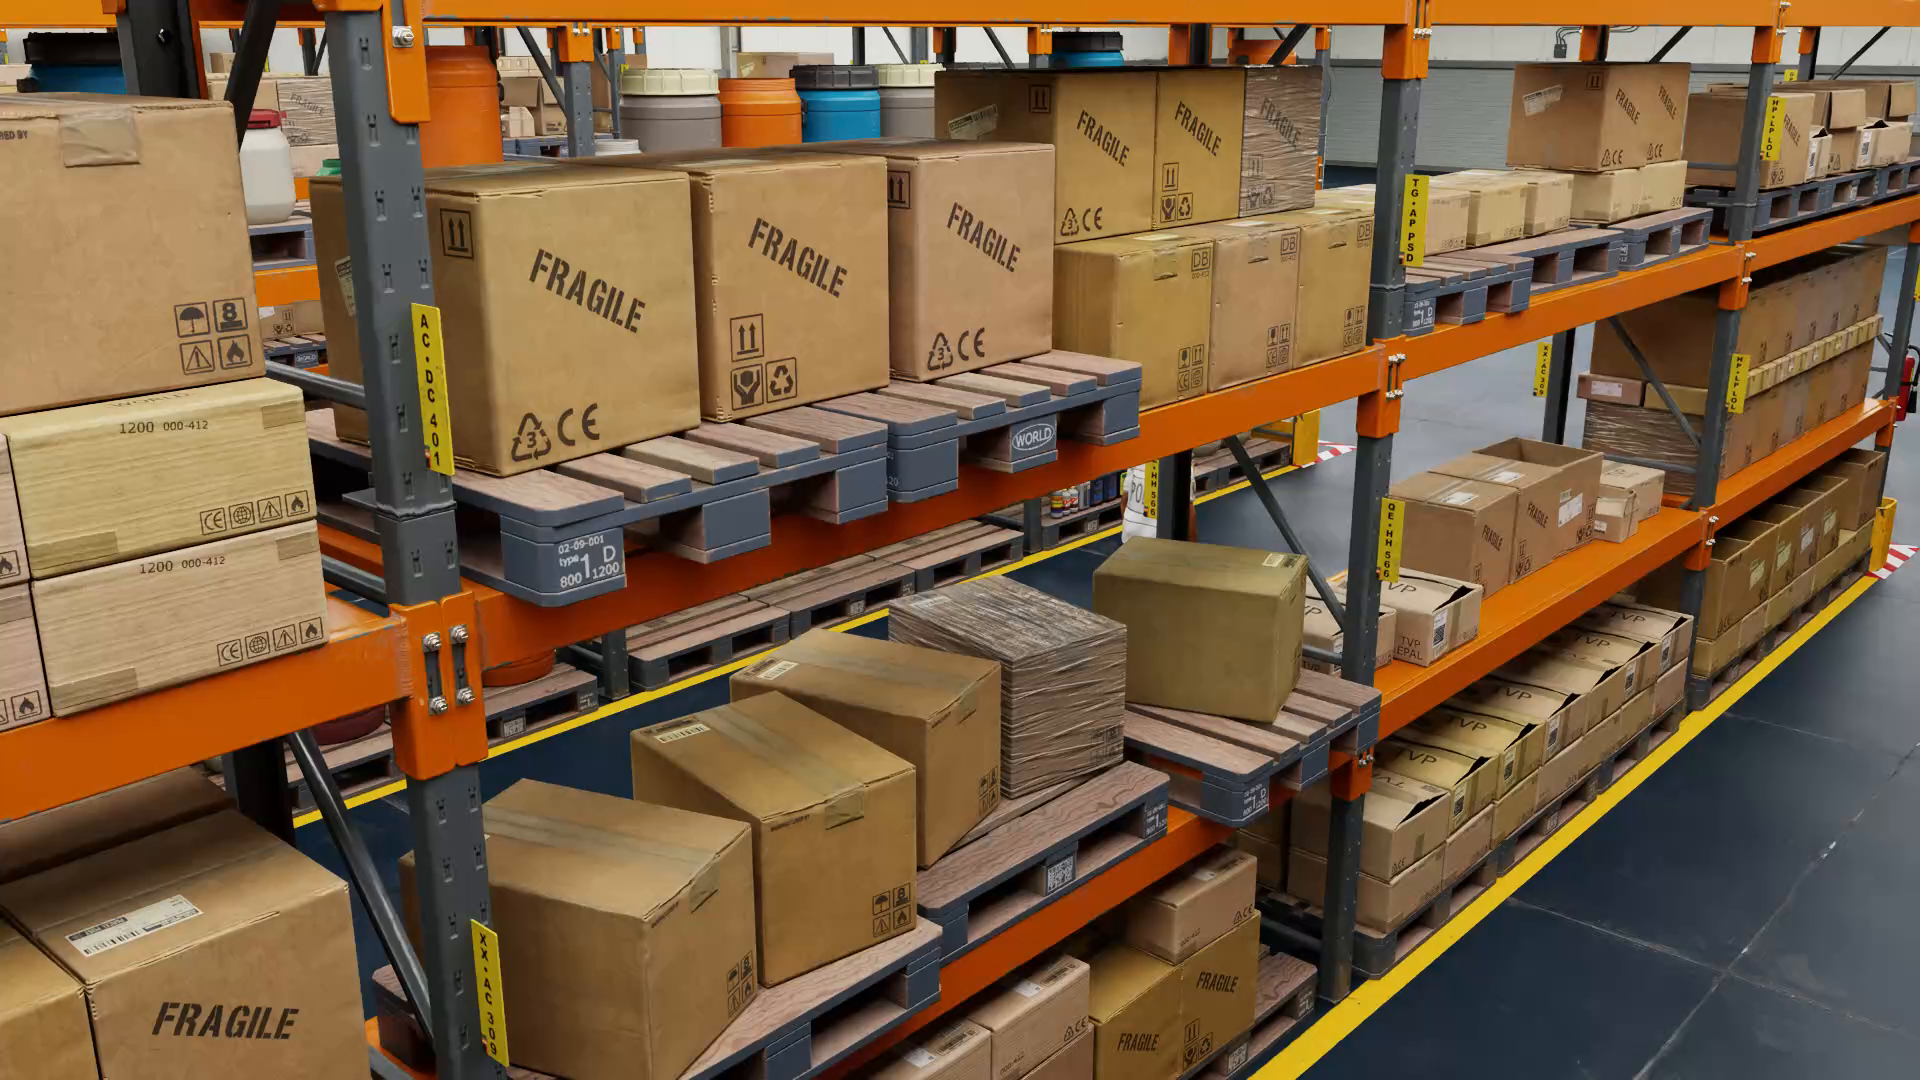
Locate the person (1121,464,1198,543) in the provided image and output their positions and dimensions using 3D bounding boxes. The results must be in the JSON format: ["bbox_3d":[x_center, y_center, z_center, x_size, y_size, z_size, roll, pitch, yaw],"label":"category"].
[{"bbox_3d":[1.283,0.011,10.497,0.564,1.667,0.465,13,21,37],"label":"person"}]
